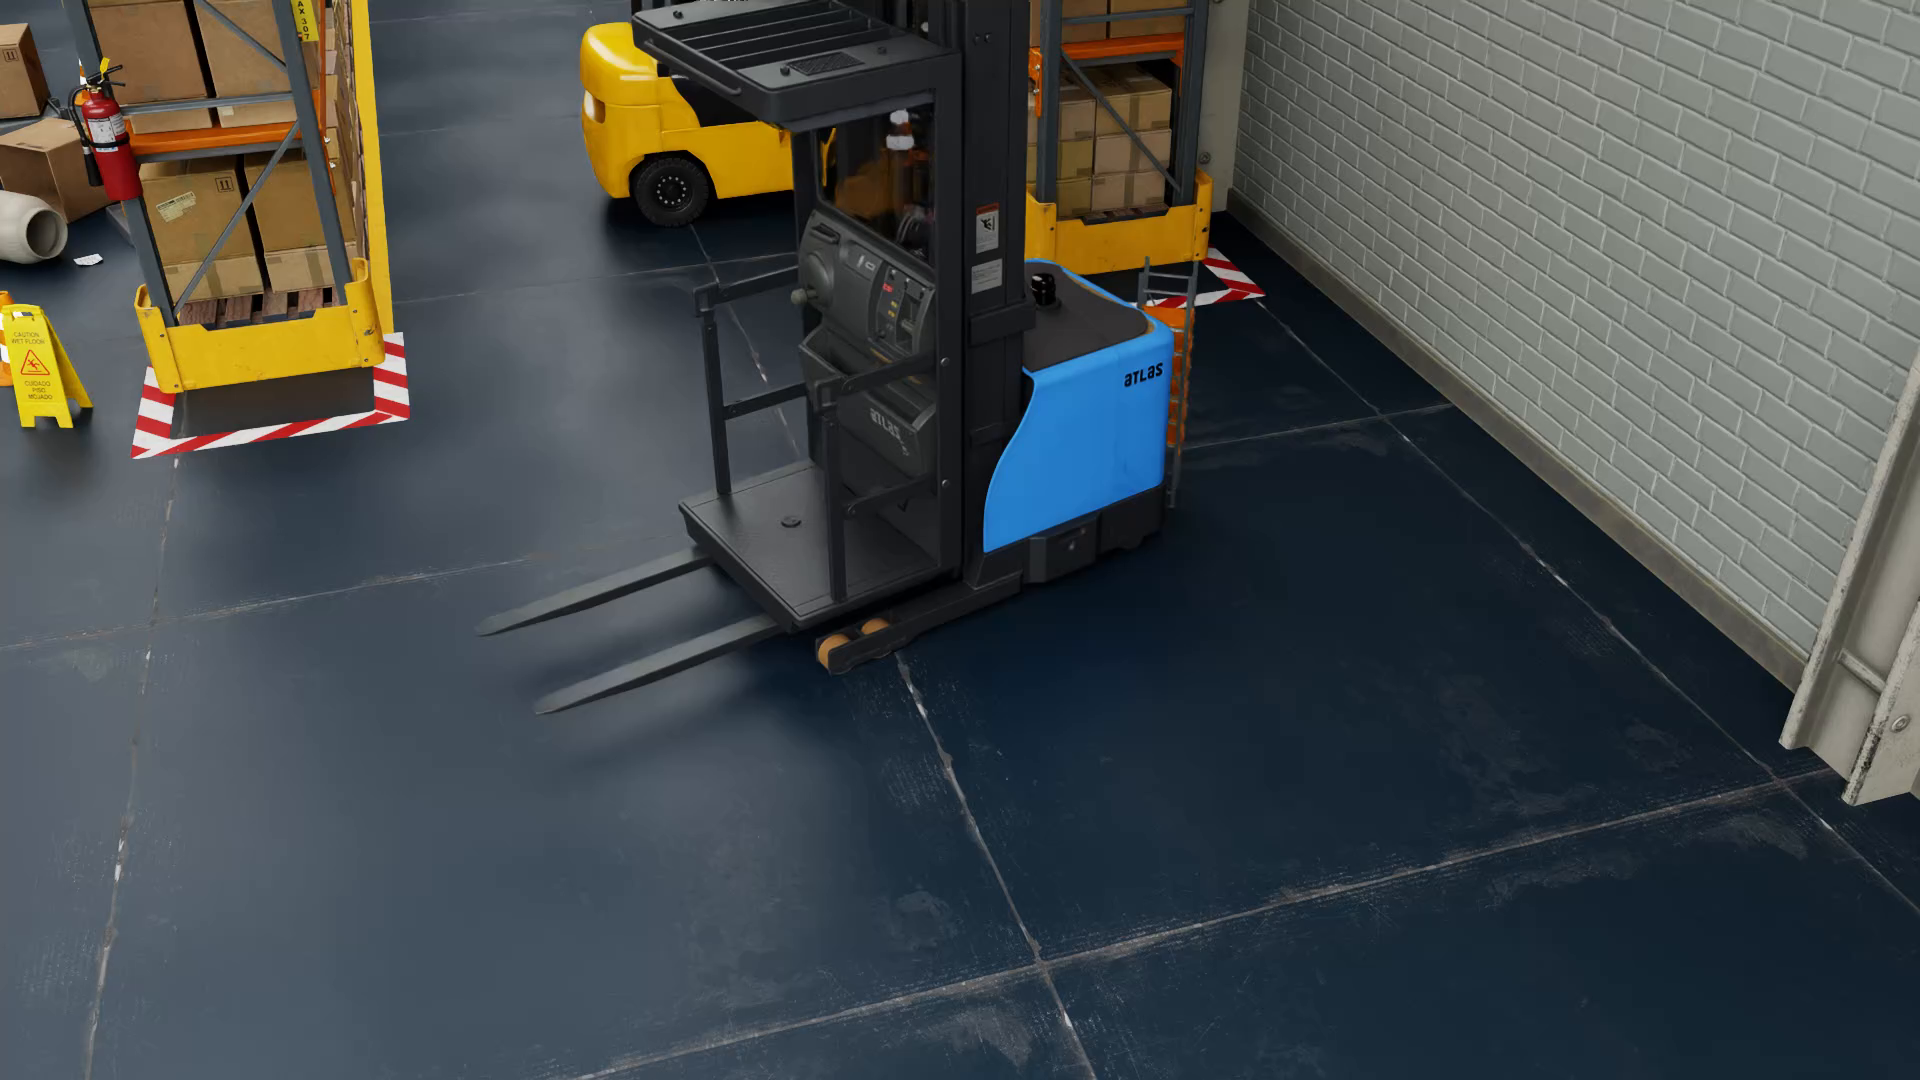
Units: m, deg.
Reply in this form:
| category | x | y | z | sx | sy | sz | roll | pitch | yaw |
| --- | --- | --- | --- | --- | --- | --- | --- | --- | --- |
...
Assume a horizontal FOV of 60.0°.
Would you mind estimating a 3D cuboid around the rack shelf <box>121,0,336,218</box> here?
| category | x | y | z | sx | sy | sz | roll | pitch | yaw |
| --- | --- | --- | --- | --- | --- | --- | --- | --- | --- |
| rack shelf | -4.383 | -2.929 | 10.114 | 1.077 | 0.370 | 4.000 | -10 | 35 | -15 |

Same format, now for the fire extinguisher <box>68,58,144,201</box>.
| category | x | y | z | sx | sy | sz | roll | pitch | yaw |
| --- | --- | --- | --- | --- | --- | --- | --- | --- | --- |
| fire extinguisher | -4.177 | -2.009 | 8.139 | 0.296 | 0.674 | 0.183 | -10 | 35 | -15 |

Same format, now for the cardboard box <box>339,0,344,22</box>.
| category | x | y | z | sx | sy | sz | roll | pitch | yaw |
| --- | --- | --- | --- | --- | --- | --- | --- | --- | --- |
| cardboard box | -5.592 | -4.374 | 13.652 | 0.950 | 0.372 | 0.625 | -9 | 34 | -13 |

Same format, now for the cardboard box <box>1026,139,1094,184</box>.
| category | x | y | z | sx | sy | sz | roll | pitch | yaw |
| --- | --- | --- | --- | --- | --- | --- | --- | --- | --- |
| cardboard box | 0.507 | -2.455 | 10.404 | 0.500 | 0.250 | 0.500 | -10 | 35 | -15 |

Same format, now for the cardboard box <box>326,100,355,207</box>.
| category | x | y | z | sx | sy | sz | roll | pitch | yaw |
| --- | --- | --- | --- | --- | --- | --- | --- | --- | --- |
| cardboard box | -3.927 | -2.276 | 9.906 | 0.500 | 0.500 | 0.500 | -11 | 35 | -17 |

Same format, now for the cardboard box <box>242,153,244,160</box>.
| category | x | y | z | sx | sy | sz | roll | pitch | yaw |
| --- | --- | --- | --- | --- | --- | --- | --- | --- | --- |
| cardboard box | -4.428 | -2.170 | 9.746 | 0.500 | 0.500 | 0.500 | -9 | 34 | -13 |

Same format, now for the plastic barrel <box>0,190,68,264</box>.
| category | x | y | z | sx | sy | sz | roll | pitch | yaw |
| --- | --- | --- | --- | --- | --- | --- | --- | --- | --- |
| plastic barrel | -5.845 | -1.934 | 10.292 | 0.512 | 0.421 | 0.421 | 13 | 36 | 18 |

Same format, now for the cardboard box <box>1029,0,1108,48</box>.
| category | x | y | z | sx | sy | sz | roll | pitch | yaw |
| --- | --- | --- | --- | --- | --- | --- | --- | --- | --- |
| cardboard box | 0.552 | -3.271 | 9.889 | 0.500 | 0.500 | 0.500 | -11 | 35 | -16 |

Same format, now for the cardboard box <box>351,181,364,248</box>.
| category | x | y | z | sx | sy | sz | roll | pitch | yaw |
| --- | --- | --- | --- | --- | --- | --- | --- | --- | --- |
| cardboard box | -3.905 | -1.946 | 10.087 | 0.500 | 0.250 | 0.500 | -9 | 34 | -13 |

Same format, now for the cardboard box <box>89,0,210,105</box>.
| category | x | y | z | sx | sy | sz | roll | pitch | yaw |
| --- | --- | --- | --- | --- | --- | --- | --- | --- | --- |
| cardboard box | -4.201 | -2.583 | 8.578 | 0.500 | 0.500 | 0.500 | -11 | 35 | -16 |

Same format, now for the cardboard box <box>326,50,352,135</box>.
| category | x | y | z | sx | sy | sz | roll | pitch | yaw |
| --- | --- | --- | --- | --- | --- | --- | --- | --- | --- |
| cardboard box | -4.244 | -2.820 | 10.729 | 0.500 | 0.500 | 0.500 | -8 | 34 | -12 |

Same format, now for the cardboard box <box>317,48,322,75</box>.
| category | x | y | z | sx | sy | sz | roll | pitch | yaw |
| --- | --- | --- | --- | --- | --- | --- | --- | --- | --- |
| cardboard box | -3.808 | -2.711 | 9.360 | 0.380 | 0.149 | 0.250 | -9 | 35 | -14 |

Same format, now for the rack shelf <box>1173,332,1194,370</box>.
| category | x | y | z | sx | sy | sz | roll | pitch | yaw |
| --- | --- | --- | --- | --- | --- | --- | --- | --- | --- |
| rack shelf | 0.933 | -0.882 | 7.642 | 0.258 | 0.103 | 0.180 | 8 | 34 | 11 |

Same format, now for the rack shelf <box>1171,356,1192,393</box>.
| category | x | y | z | sx | sy | sz | roll | pitch | yaw |
| --- | --- | --- | --- | --- | --- | --- | --- | --- | --- |
| rack shelf | 0.933 | -0.782 | 7.708 | 0.258 | 0.103 | 0.180 | 8 | 34 | 11 |

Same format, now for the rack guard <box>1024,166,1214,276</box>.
| category | x | y | z | sx | sy | sz | roll | pitch | yaw |
| --- | --- | --- | --- | --- | --- | --- | --- | --- | --- |
| rack guard | 0.960 | -1.960 | 10.262 | 1.175 | 0.500 | 0.348 | -10 | 35 | -15 |

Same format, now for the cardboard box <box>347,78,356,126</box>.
| category | x | y | z | sx | sy | sz | roll | pitch | yaw |
| --- | --- | --- | --- | --- | --- | --- | --- | --- | --- |
| cardboard box | -4.557 | -3.042 | 11.745 | 0.500 | 0.250 | 0.500 | -8 | 34 | -13 |

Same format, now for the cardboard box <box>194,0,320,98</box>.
| category | x | y | z | sx | sy | sz | roll | pitch | yaw |
| --- | --- | --- | --- | --- | --- | --- | --- | --- | --- |
| cardboard box | -3.654 | -2.640 | 8.664 | 0.500 | 0.500 | 0.500 | -11 | 35 | -15 |

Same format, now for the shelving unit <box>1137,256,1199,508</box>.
| category | x | y | z | sx | sy | sz | roll | pitch | yaw |
| --- | --- | --- | --- | --- | --- | --- | --- | --- | --- |
| shelving unit | 0.933 | -0.719 | 7.749 | 0.258 | 1.200 | 0.189 | 8 | 34 | 11 |

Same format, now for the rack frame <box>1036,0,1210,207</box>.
| category | x | y | z | sx | sy | sz | roll | pitch | yaw |
| --- | --- | --- | --- | --- | --- | --- | --- | --- | --- |
| rack frame | 0.953 | -3.015 | 9.592 | 1.000 | 3.000 | 0.127 | -10 | 35 | -15 |

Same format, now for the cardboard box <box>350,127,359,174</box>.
| category | x | y | z | sx | sy | sz | roll | pitch | yaw |
| --- | --- | --- | --- | --- | --- | --- | --- | --- | --- |
| cardboard box | -4.234 | -2.496 | 10.920 | 0.500 | 0.250 | 0.500 | -9 | 35 | -14 |

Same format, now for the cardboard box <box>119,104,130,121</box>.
| category | x | y | z | sx | sy | sz | roll | pitch | yaw |
| --- | --- | --- | --- | --- | --- | --- | --- | --- | --- |
| cardboard box | -4.274 | -2.349 | 8.811 | 0.380 | 0.149 | 0.250 | -10 | 35 | -15 |

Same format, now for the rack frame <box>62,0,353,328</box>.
| category | x | y | z | sx | sy | sz | roll | pitch | yaw |
| --- | --- | --- | --- | --- | --- | --- | --- | --- | --- |
| rack frame | -3.773 | -2.179 | 8.326 | 1.000 | 3.000 | 0.127 | -10 | 35 | -15 |

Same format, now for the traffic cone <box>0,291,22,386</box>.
| category | x | y | z | sx | sy | sz | roll | pitch | yaw |
| --- | --- | --- | --- | --- | --- | --- | --- | --- | --- |
| traffic cone | -5.133 | -1.129 | 9.039 | 0.336 | 0.463 | 0.334 | -10 | 35 | -15 |

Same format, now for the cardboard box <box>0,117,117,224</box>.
| category | x | y | z | sx | sy | sz | roll | pitch | yaw |
| --- | --- | --- | --- | --- | --- | --- | --- | --- | --- |
| cardboard box | -5.962 | -2.446 | 10.995 | 0.500 | 0.500 | 0.500 | 13 | 36 | 18 |

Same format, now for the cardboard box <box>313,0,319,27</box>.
| category | x | y | z | sx | sy | sz | roll | pitch | yaw |
| --- | --- | --- | --- | --- | --- | --- | --- | --- | --- |
| cardboard box | -3.971 | -3.179 | 9.479 | 0.500 | 0.500 | 0.500 | -11 | 35 | -16 |

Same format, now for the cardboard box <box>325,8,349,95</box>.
| category | x | y | z | sx | sy | sz | roll | pitch | yaw |
| --- | --- | --- | --- | --- | --- | --- | --- | --- | --- |
| cardboard box | -4.557 | -3.354 | 11.538 | 0.500 | 0.500 | 0.500 | -10 | 35 | -15 |

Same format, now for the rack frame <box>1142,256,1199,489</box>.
| category | x | y | z | sx | sy | sz | roll | pitch | yaw |
| --- | --- | --- | --- | --- | --- | --- | --- | --- | --- |
| rack frame | 0.955 | -0.768 | 7.824 | 0.240 | 1.200 | 0.006 | 8 | 34 | 11 |

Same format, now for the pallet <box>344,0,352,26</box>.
| category | x | y | z | sx | sy | sz | roll | pitch | yaw |
| --- | --- | --- | --- | --- | --- | --- | --- | --- | --- |
| pallet | -5.977 | -4.805 | 14.830 | 1.003 | 0.211 | 1.213 | -10 | 35 | -15 |

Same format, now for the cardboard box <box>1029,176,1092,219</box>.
| category | x | y | z | sx | sy | sz | roll | pitch | yaw |
| --- | --- | --- | --- | --- | --- | --- | --- | --- | --- |
| cardboard box | 0.508 | -2.237 | 10.528 | 0.500 | 0.250 | 0.500 | -10 | 35 | -14 |

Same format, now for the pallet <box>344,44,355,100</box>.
| category | x | y | z | sx | sy | sz | roll | pitch | yaw |
| --- | --- | --- | --- | --- | --- | --- | --- | --- | --- |
| pallet | -5.232 | -3.524 | 12.891 | 1.003 | 0.211 | 1.213 | -10 | 35 | -15 |

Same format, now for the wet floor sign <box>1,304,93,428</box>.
| category | x | y | z | sx | sy | sz | roll | pitch | yaw |
| --- | --- | --- | --- | --- | --- | --- | --- | --- | --- |
| wet floor sign | -4.734 | -0.917 | 8.552 | 0.267 | 0.644 | 0.232 | 1 | 33 | 2 |

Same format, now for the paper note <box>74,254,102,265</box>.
| category | x | y | z | sx | sy | sz | roll | pitch | yaw |
| --- | --- | --- | --- | --- | --- | --- | --- | --- | --- |
| paper note | -5.437 | -1.752 | 10.374 | 0.142 | 0.019 | 0.148 | -23 | 40 | -31 |

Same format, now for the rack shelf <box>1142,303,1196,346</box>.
| category | x | y | z | sx | sy | sz | roll | pitch | yaw |
| --- | --- | --- | --- | --- | --- | --- | --- | --- | --- |
| rack shelf | 0.933 | -0.982 | 7.575 | 0.258 | 0.103 | 0.180 | 8 | 34 | 11 |

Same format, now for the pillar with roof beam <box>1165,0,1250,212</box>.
| category | x | y | z | sx | sy | sz | roll | pitch | yaw |
| --- | --- | --- | --- | --- | --- | --- | --- | --- | --- |
| pillar with roof beam | -2.501 | -5.311 | 7.626 | 9.100 | 9.000 | 0.400 | -10 | 35 | -15 |

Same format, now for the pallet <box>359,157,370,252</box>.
| category | x | y | z | sx | sy | sz | roll | pitch | yaw |
| --- | --- | --- | --- | --- | --- | --- | --- | --- | --- |
| pallet | -4.379 | -2.127 | 10.777 | 1.003 | 0.211 | 1.213 | -10 | 35 | -15 |

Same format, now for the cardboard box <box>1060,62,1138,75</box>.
| category | x | y | z | sx | sy | sz | roll | pitch | yaw |
| --- | --- | --- | --- | --- | --- | --- | --- | --- | --- |
| cardboard box | 0.830 | -3.006 | 10.785 | 0.500 | 0.250 | 0.500 | -10 | 35 | -15 |

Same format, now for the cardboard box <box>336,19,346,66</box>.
| category | x | y | z | sx | sy | sz | roll | pitch | yaw |
| --- | --- | --- | --- | --- | --- | --- | --- | --- | --- |
| cardboard box | -5.156 | -3.633 | 12.529 | 0.950 | 0.372 | 0.625 | -10 | 35 | -14 |

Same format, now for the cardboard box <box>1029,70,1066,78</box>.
| category | x | y | z | sx | sy | sz | roll | pitch | yaw |
| --- | --- | --- | --- | --- | --- | --- | --- | --- | --- |
| cardboard box | 0.354 | -2.917 | 10.650 | 0.500 | 0.250 | 0.500 | -9 | 35 | -14 |

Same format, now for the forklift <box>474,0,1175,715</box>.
| category | x | y | z | sx | sy | sz | roll | pitch | yaw |
| --- | --- | --- | --- | --- | --- | --- | --- | --- | --- |
| forklift | -0.555 | -0.997 | 6.600 | 3.031 | 2.935 | 1.130 | -21 | 39 | -28 |
